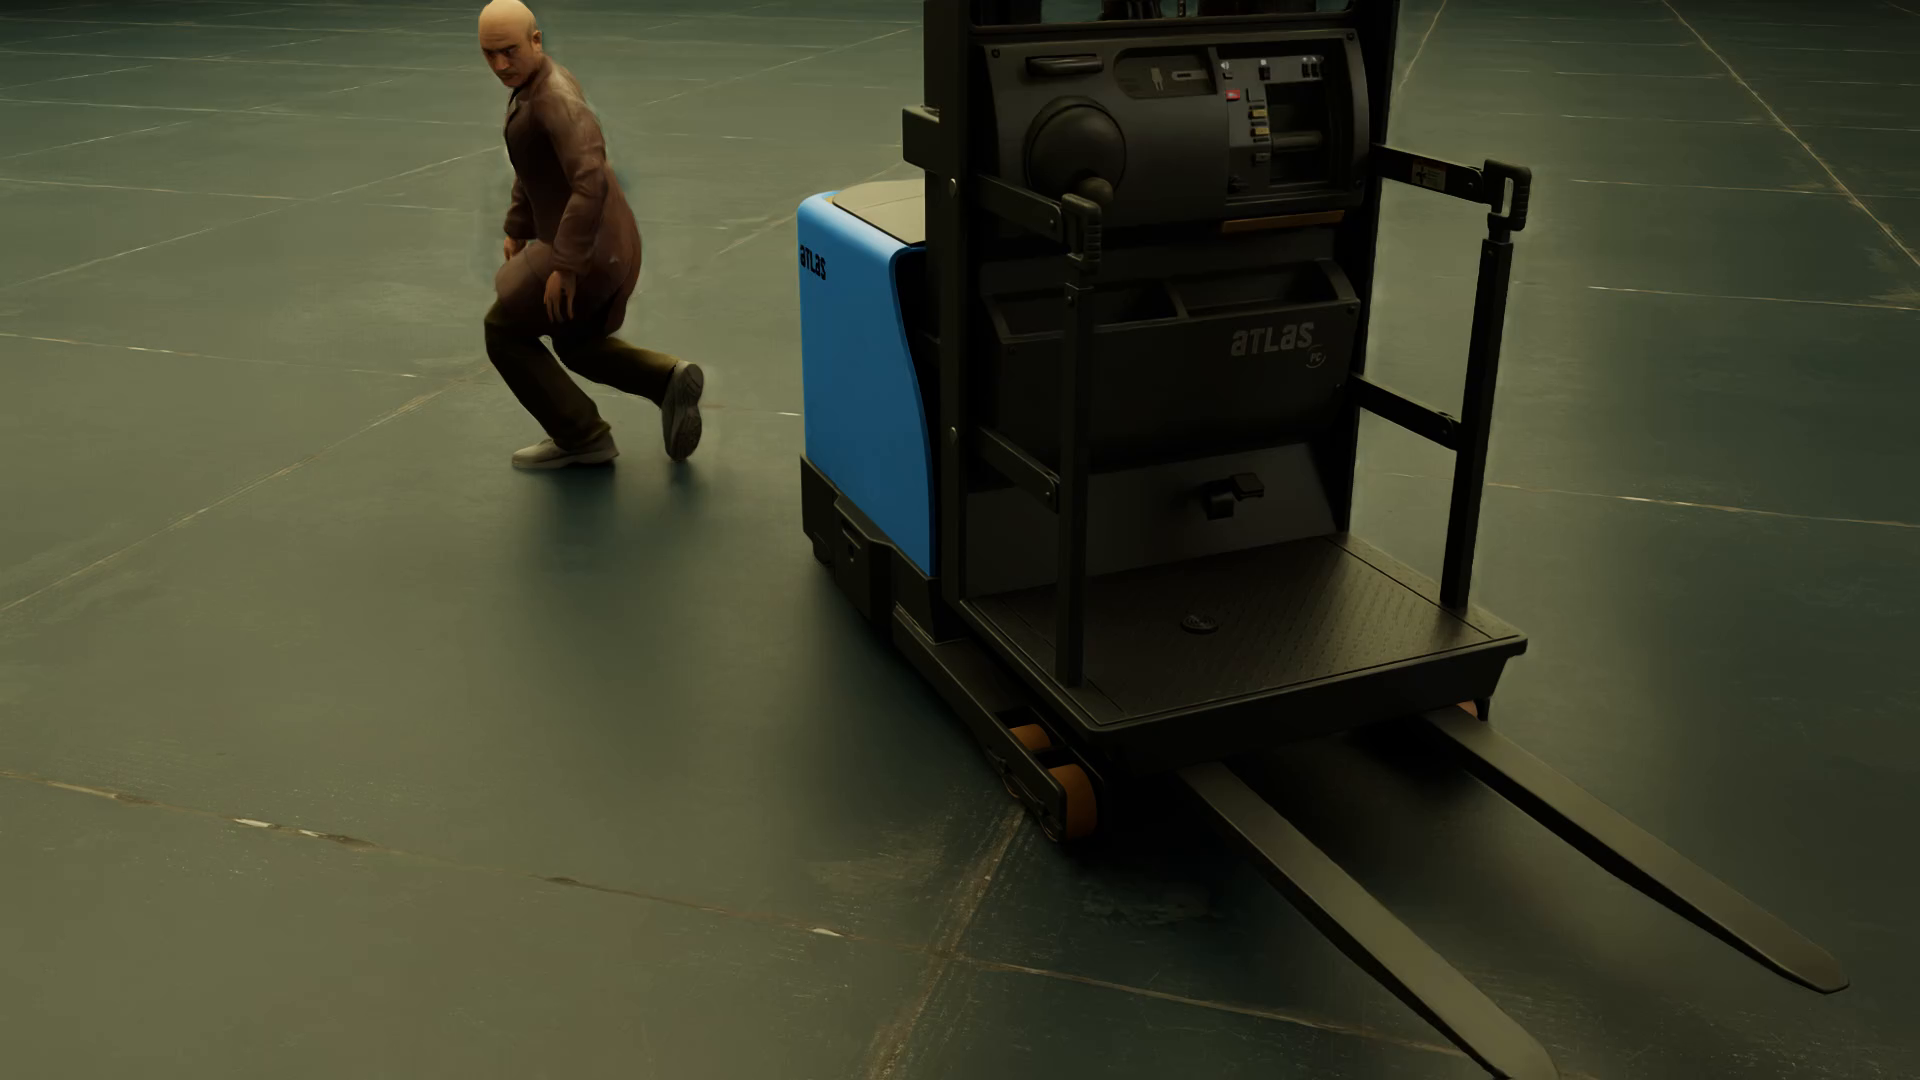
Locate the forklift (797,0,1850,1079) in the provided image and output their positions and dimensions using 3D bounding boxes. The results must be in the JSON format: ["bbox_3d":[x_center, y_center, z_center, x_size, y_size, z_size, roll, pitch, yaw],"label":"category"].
[{"bbox_3d":[0.574,-0.894,3.445,1.130,2.935,3.031,-9,24,-21],"label":"forklift"}]

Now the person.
[{"bbox_3d":[-1.251,-0.970,5.482,0.749,1.560,0.744,2,23,5],"label":"person"}]
